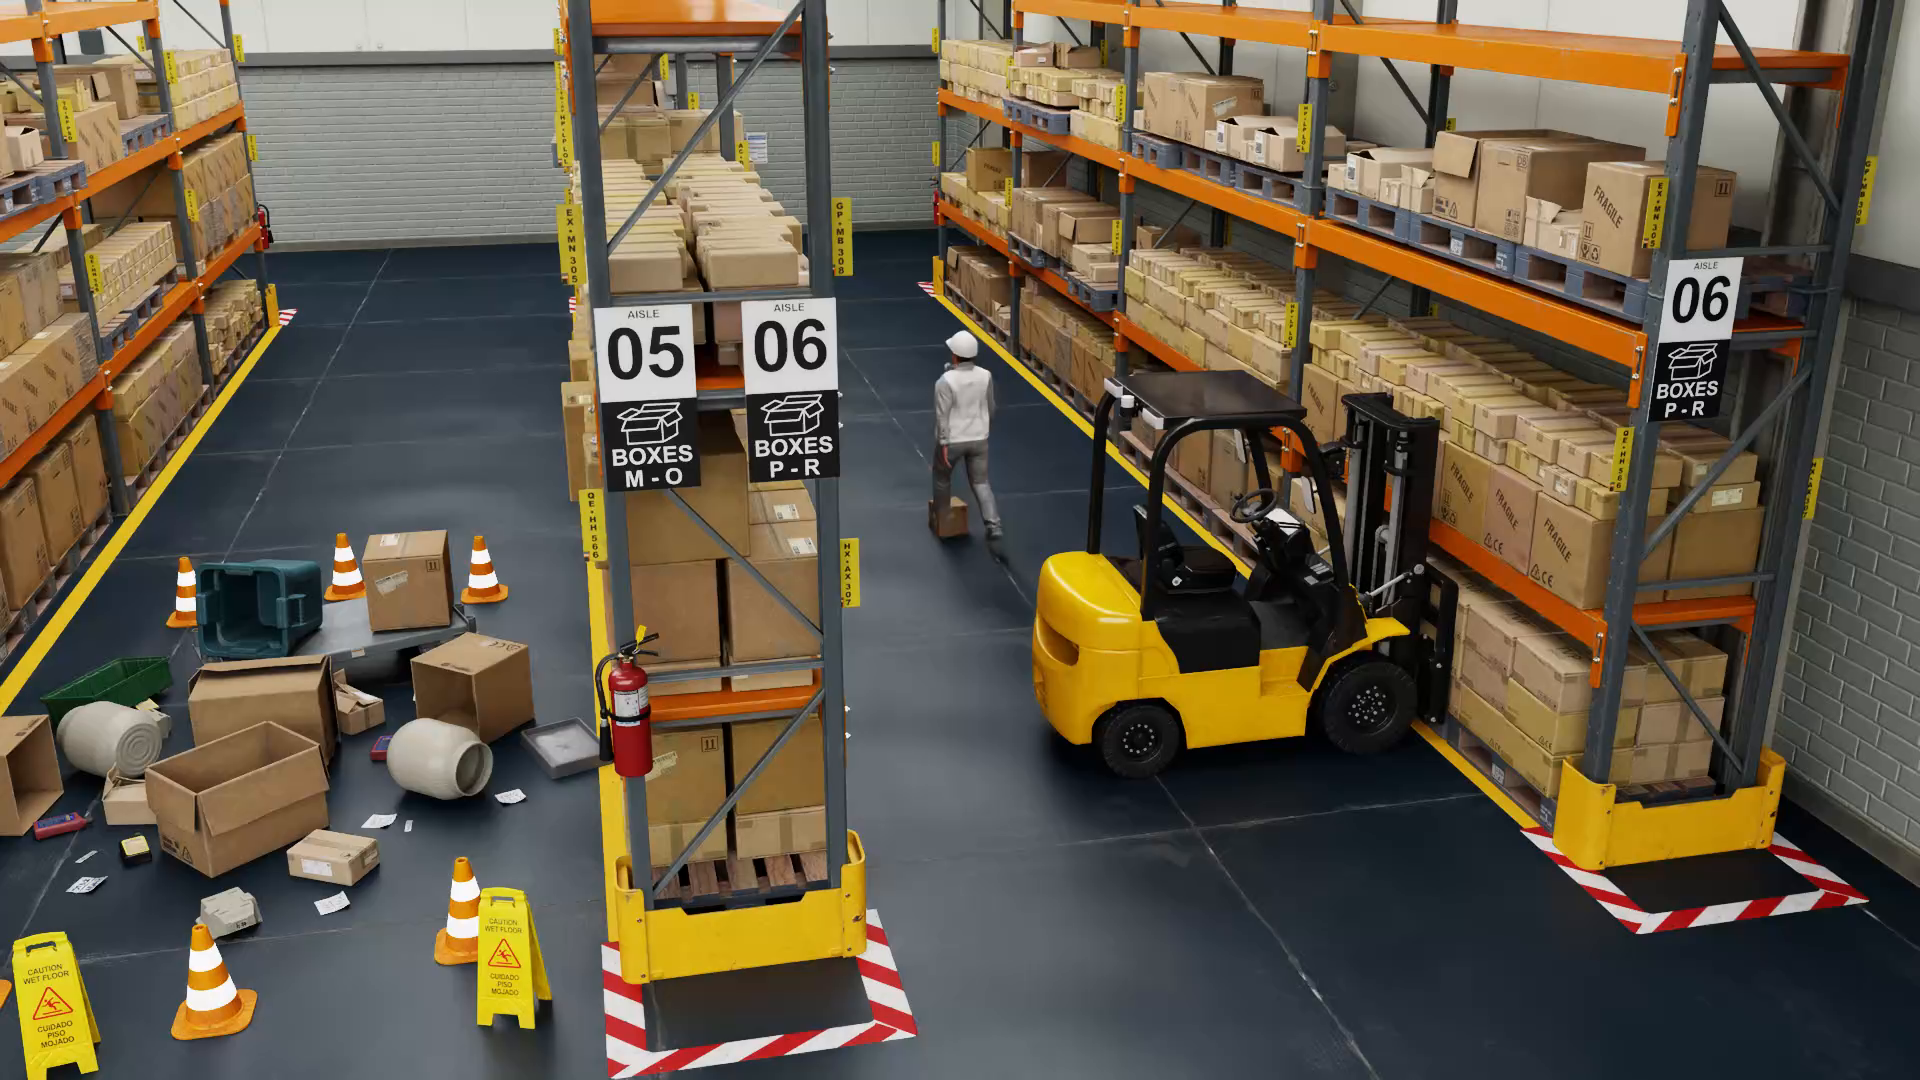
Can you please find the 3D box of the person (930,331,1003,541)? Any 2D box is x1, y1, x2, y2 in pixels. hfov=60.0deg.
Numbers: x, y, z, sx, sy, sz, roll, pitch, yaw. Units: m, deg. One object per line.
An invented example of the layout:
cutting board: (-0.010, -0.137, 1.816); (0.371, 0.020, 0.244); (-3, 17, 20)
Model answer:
person: (0.035, -0.827, 13.363); (0.550, 1.731, 0.975); (-8, 21, -21)
